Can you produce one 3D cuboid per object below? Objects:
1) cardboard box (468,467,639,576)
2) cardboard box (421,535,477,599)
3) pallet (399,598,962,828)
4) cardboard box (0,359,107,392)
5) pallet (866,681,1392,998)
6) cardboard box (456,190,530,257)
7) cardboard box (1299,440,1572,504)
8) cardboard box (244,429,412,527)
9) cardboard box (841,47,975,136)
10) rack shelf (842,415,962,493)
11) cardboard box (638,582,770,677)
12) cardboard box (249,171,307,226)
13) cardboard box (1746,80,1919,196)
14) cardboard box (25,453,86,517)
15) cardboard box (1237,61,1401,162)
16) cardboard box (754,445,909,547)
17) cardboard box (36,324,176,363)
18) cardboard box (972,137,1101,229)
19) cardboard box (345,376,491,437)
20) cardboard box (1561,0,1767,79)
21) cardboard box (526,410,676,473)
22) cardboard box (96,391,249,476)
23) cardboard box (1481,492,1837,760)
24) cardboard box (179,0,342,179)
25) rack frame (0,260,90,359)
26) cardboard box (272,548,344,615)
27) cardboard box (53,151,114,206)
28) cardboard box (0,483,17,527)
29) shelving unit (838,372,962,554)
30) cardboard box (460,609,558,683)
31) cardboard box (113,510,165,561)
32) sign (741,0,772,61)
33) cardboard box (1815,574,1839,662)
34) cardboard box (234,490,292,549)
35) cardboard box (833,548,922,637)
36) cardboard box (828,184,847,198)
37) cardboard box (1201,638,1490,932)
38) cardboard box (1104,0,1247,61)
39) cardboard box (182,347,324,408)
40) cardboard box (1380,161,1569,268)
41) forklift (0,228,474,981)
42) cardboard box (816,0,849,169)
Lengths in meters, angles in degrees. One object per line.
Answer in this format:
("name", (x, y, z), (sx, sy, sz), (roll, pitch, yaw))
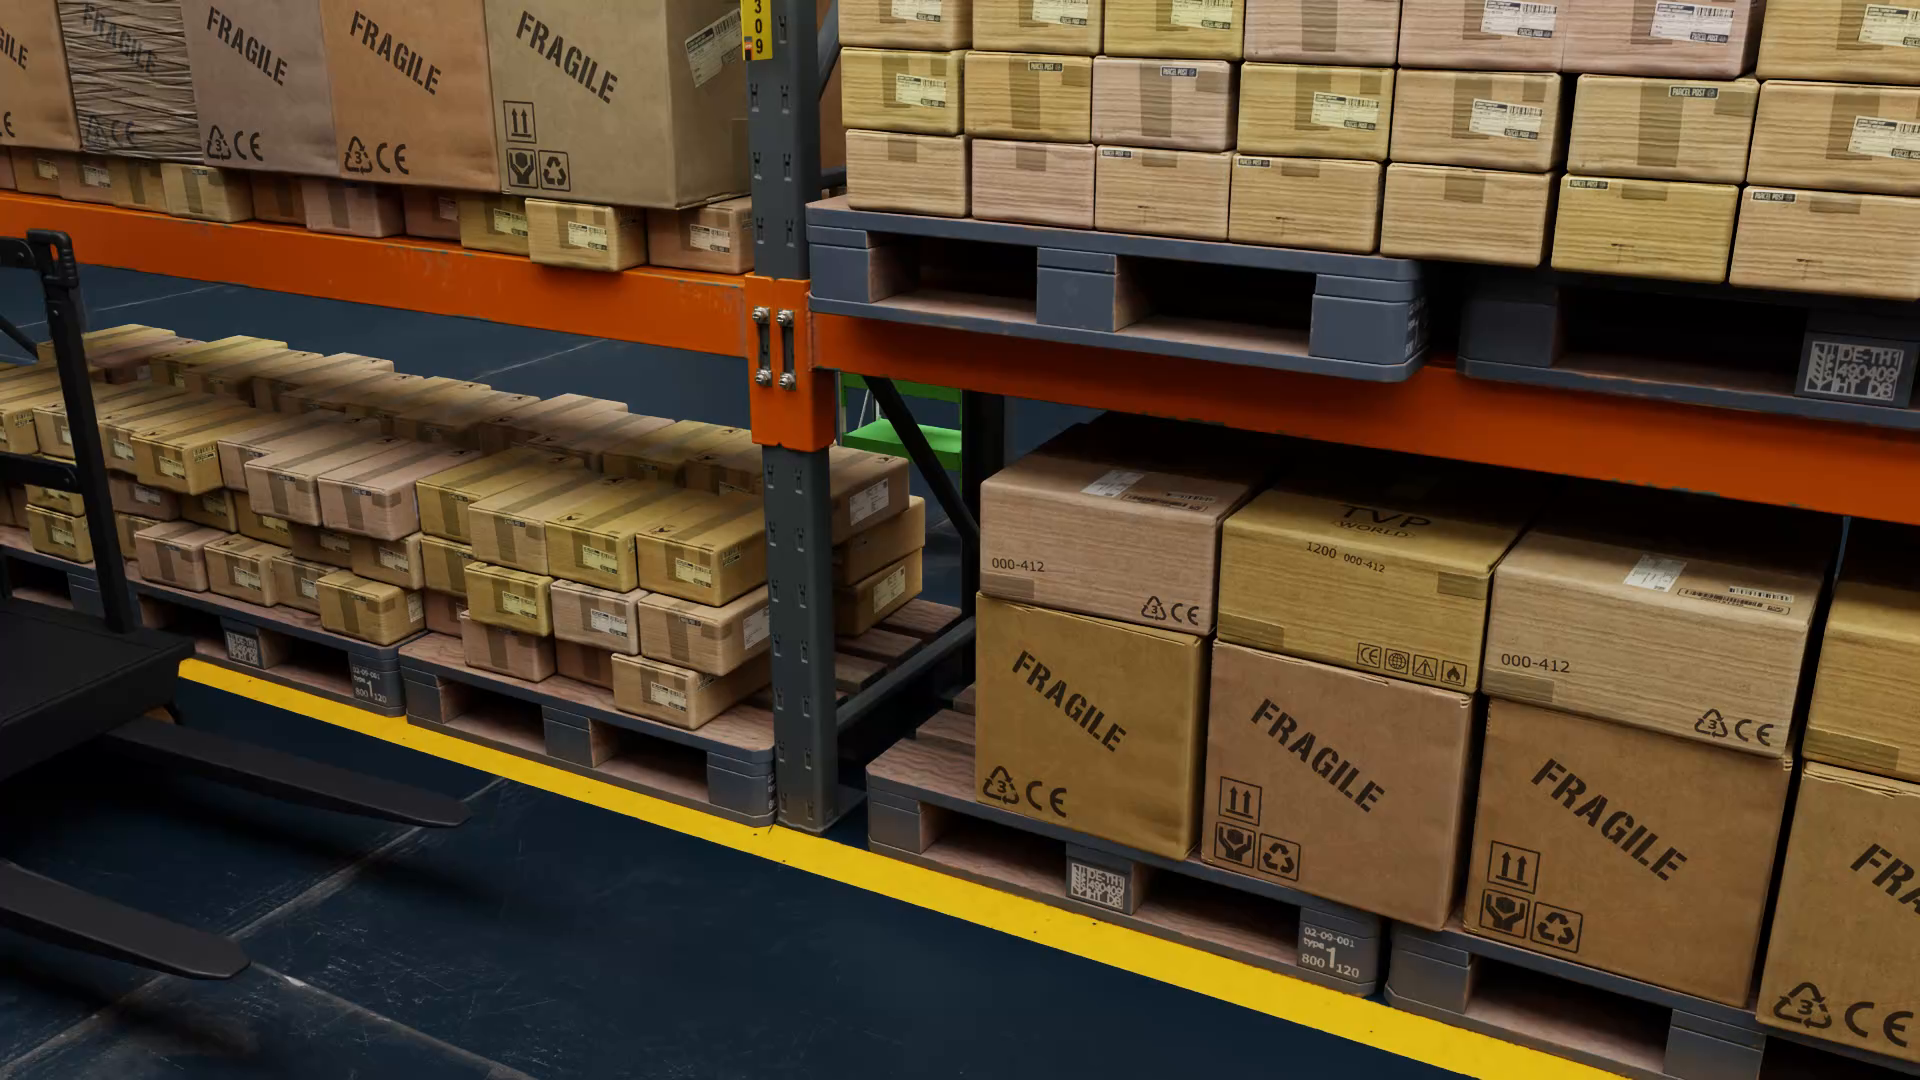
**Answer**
("cardboard box", (-1.043, -0.054, 4.308), (0.250, 0.149, 0.380), (11, 22, 27))
("cardboard box", (-1.228, 0.028, 4.518), (0.250, 0.149, 0.380), (11, 23, 28))
("pallet", (-0.746, 0.344, 4.607), (1.213, 0.211, 1.003), (11, 23, 27))
("cardboard box", (-3.043, -0.469, 5.453), (0.250, 0.149, 0.380), (11, 23, 28))
("pallet", (0.538, 0.574, 3.973), (1.213, 0.211, 1.003), (11, 23, 27))
("cardboard box", (-0.988, -0.798, 4.035), (0.250, 0.149, 0.380), (12, 23, 29))
("cardboard box", (1.073, -0.103, 3.699), (0.500, 0.250, 0.500), (12, 23, 30))
("cardboard box", (-1.754, -0.179, 4.653), (0.250, 0.149, 0.380), (10, 22, 25))
("cardboard box", (-0.023, -0.882, 3.215), (0.250, 0.149, 0.380), (11, 23, 28))
("rack shelf", (-0.145, -0.306, 5.840), (0.480, 0.148, 0.258), (11, 23, 27))
("cardboard box", (-0.572, 0.179, 4.100), (0.250, 0.149, 0.380), (11, 23, 28))
("cardboard box", (-1.649, -0.943, 4.434), (0.250, 0.149, 0.380), (10, 22, 27))
("cardboard box", (1.344, -0.623, 2.500), (0.250, 0.149, 0.380), (10, 22, 26))
("cardboard box", (-2.663, -0.213, 5.181), (0.250, 0.149, 0.380), (12, 23, 29))
("cardboard box", (0.657, -0.754, 2.861), (0.250, 0.149, 0.380), (10, 22, 25))
("cardboard box", (-0.342, -0.122, 4.494), (0.250, 0.149, 0.380), (12, 23, 29))
("cardboard box", (-3.049, -0.655, 5.965), (0.250, 0.149, 0.380), (11, 23, 28))
("cardboard box", (0.222, -0.698, 3.144), (0.250, 0.149, 0.380), (11, 23, 28))
("cardboard box", (-1.694, -0.389, 5.231), (0.250, 0.149, 0.380), (11, 23, 28))
("cardboard box", (1.107, -0.808, 2.573), (0.250, 0.149, 0.380), (12, 23, 29))
("cardboard box", (-1.037, -0.249, 4.845), (0.250, 0.149, 0.380), (10, 22, 26))
("cardboard box", (-2.391, -0.324, 5.052), (0.250, 0.149, 0.380), (12, 23, 29))
("cardboard box", (1.283, 0.135, 3.044), (0.500, 0.250, 0.500), (12, 23, 29))
("cardboard box", (-1.589, -1.219, 4.243), (0.500, 0.500, 0.500), (11, 23, 27))
("rack frame", (-3.634, -1.531, 5.687), (0.127, 3.000, 1.000), (11, 23, 27))
("cardboard box", (-1.749, 0.078, 4.817), (0.250, 0.149, 0.380), (11, 23, 28))
("cardboard box", (-2.341, -1.066, 4.775), (0.250, 0.149, 0.380), (10, 22, 26))
("cardboard box", (-3.065, -0.187, 5.545), (0.250, 0.149, 0.380), (11, 23, 27))
("shelving unit", (-0.145, -0.592, 5.736), (0.503, 1.200, 0.258), (11, 23, 27))
("cardboard box", (-1.099, 0.220, 4.423), (0.250, 0.149, 0.380), (10, 22, 26))
("cardboard box", (-2.406, -0.058, 5.191), (0.250, 0.149, 0.380), (11, 23, 27))
("sign", (-0.400, -1.110, 3.256), (0.005, 0.325, 0.100), (11, 23, 27))
("cardboard box", (1.966, 0.417, 3.366), (0.500, 0.500, 0.500), (10, 22, 26))
("cardboard box", (-1.897, -0.116, 4.915), (0.250, 0.149, 0.380), (12, 23, 30))
("cardboard box", (-0.304, 0.121, 4.698), (0.250, 0.149, 0.380), (10, 22, 25))
("cardboard box", (-0.230, -0.892, 4.294), (0.250, 0.149, 0.380), (12, 23, 29))
("cardboard box", (0.836, 0.401, 3.410), (0.500, 0.500, 0.500), (12, 23, 30))
("cardboard box", (0.446, -0.934, 2.922), (0.250, 0.149, 0.380), (11, 23, 28))
("cardboard box", (-2.374, -0.529, 5.617), (0.250, 0.149, 0.380), (10, 22, 25))
("cardboard box", (0.879, -0.571, 2.794), (0.250, 0.149, 0.380), (10, 22, 25))
("forklift", (-2.557, -0.696, 3.486), (3.031, 2.935, 1.130), (9, 22, 24))
("cardboard box", (-0.452, -1.210, 4.219), (0.500, 0.500, 0.500), (10, 22, 26))
